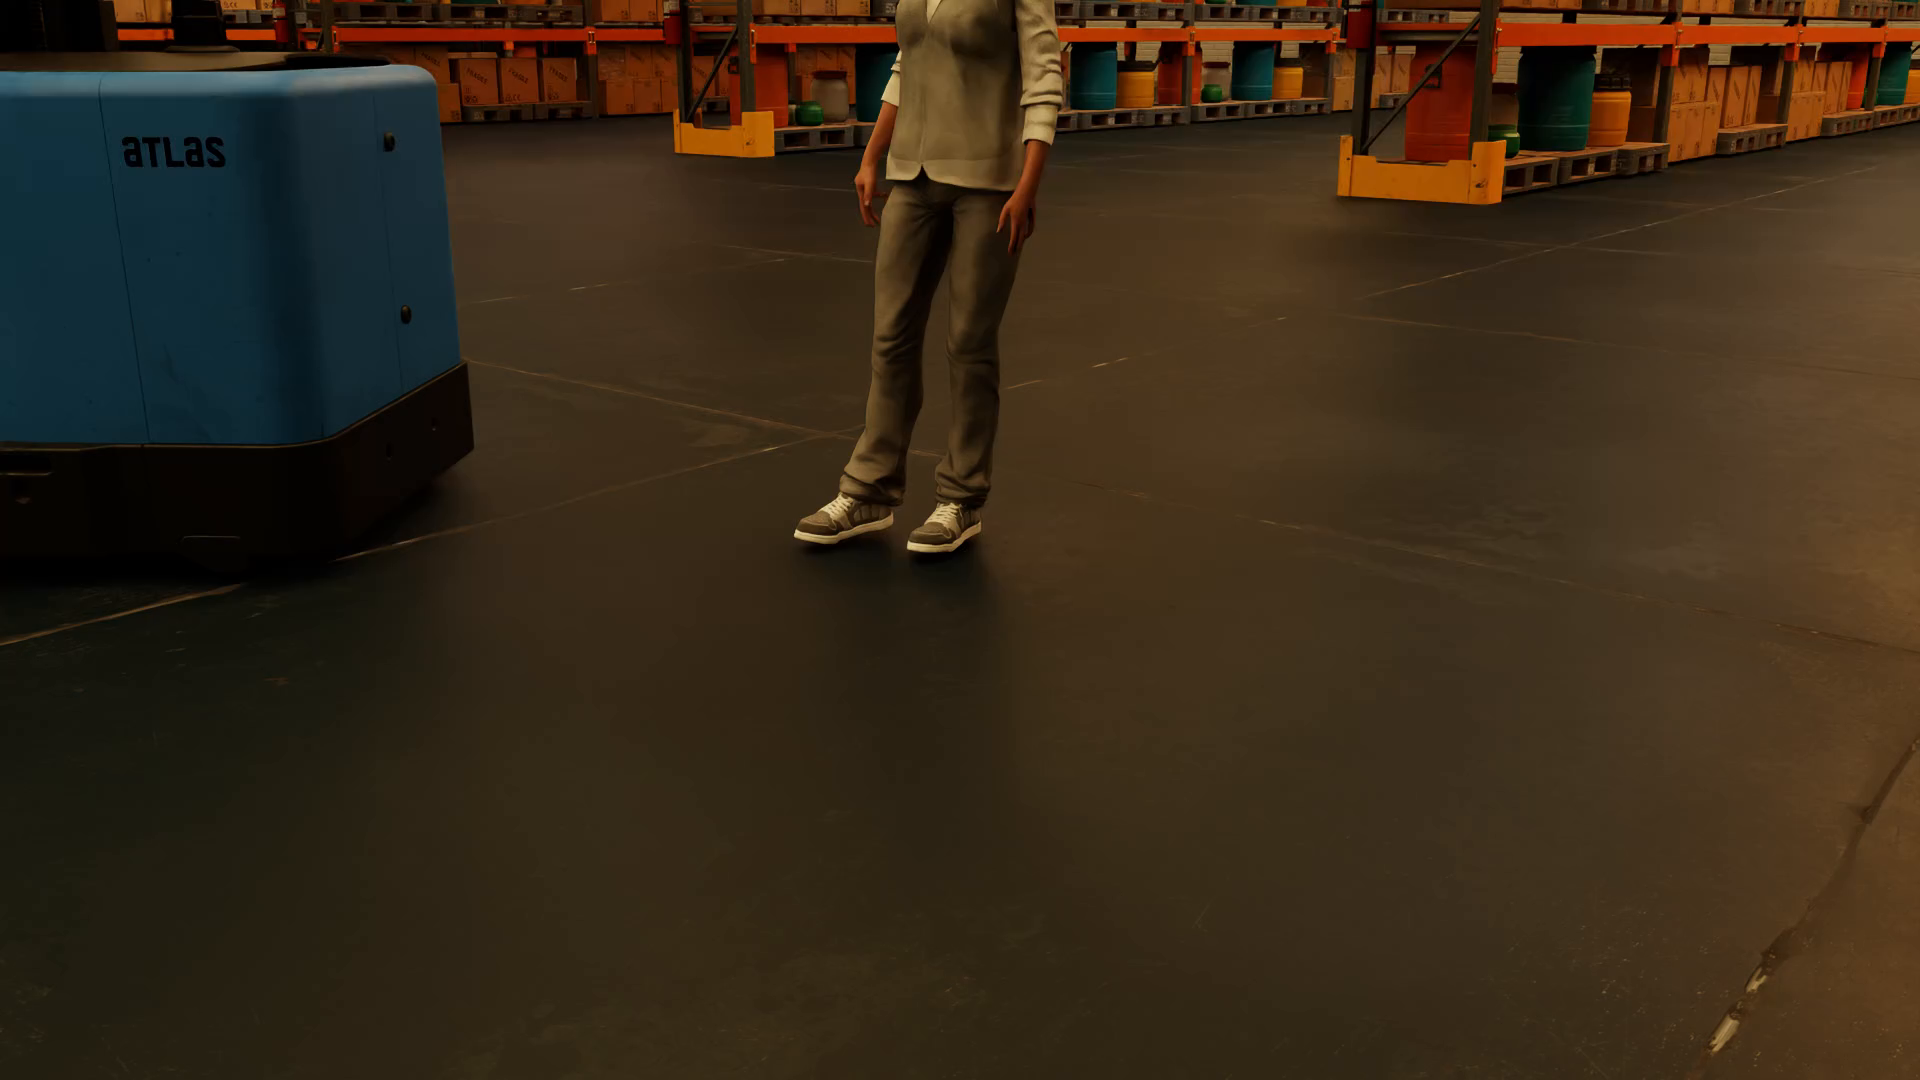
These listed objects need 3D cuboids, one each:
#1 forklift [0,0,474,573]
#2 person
[{"bbox_3d":[-2.847,-1.472,3.744,3.031,2.935,1.130,1,17,2],"label":"forklift"},{"bbox_3d":[-0.059,-0.757,3.661,0.520,1.599,0.473,13,21,37],"label":"person"}]
